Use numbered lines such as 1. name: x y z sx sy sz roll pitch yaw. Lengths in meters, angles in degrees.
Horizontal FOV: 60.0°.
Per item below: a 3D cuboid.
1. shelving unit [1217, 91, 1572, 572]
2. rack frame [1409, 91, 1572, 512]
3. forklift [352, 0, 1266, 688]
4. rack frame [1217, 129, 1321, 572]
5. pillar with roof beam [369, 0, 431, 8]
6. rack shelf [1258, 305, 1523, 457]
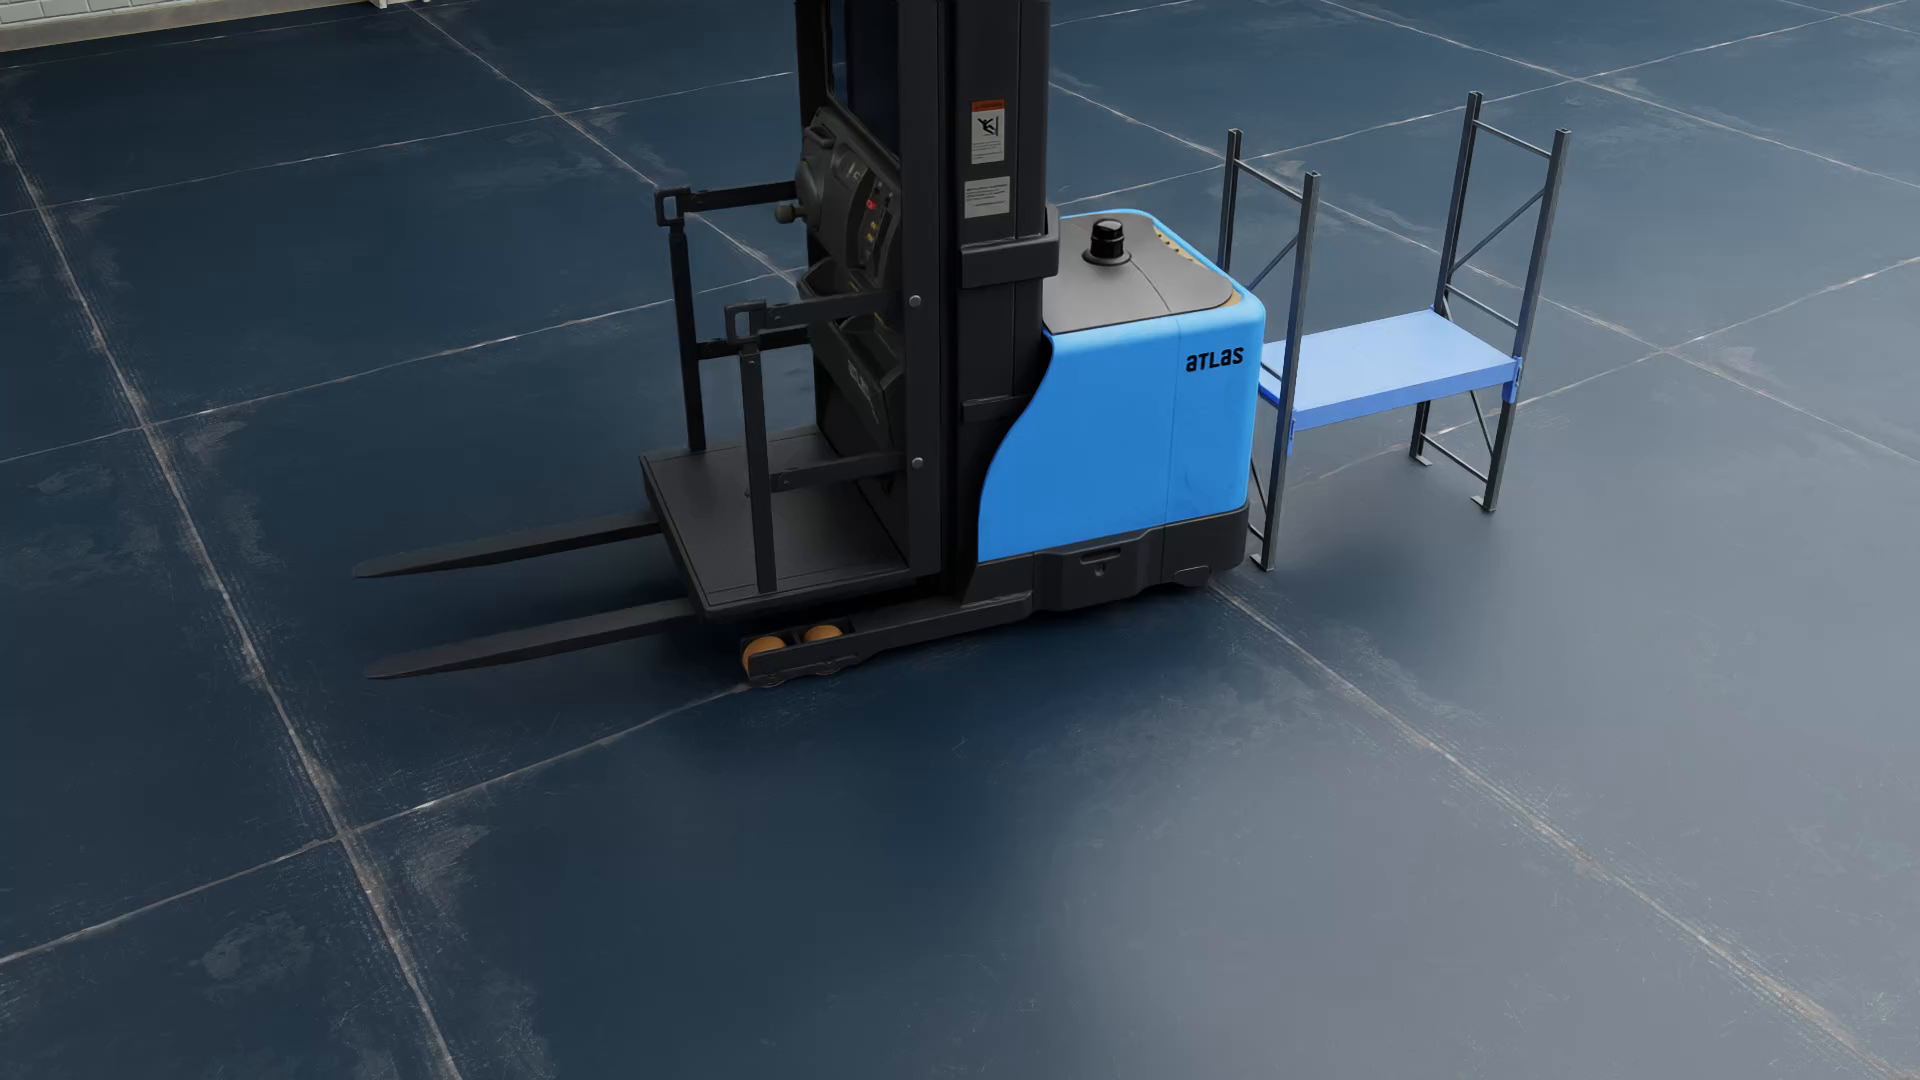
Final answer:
1. shelving unit: 1.492 -0.754 6.039 1.048 1.500 0.538 -14 35 -20
2. rack frame: 1.955 -0.866 6.217 0.032 1.500 0.500 -14 35 -20
3. forklift: -0.542 -1.072 5.202 3.031 2.935 1.130 -11 34 -17
4. rack frame: 1.029 -0.642 5.861 0.032 1.500 0.500 -14 35 -20
5. pillar with roof beam: -2.006 -6.052 7.410 0.400 9.000 9.100 -19 37 -27
6. rack shelf: 1.492 -0.602 6.135 1.000 0.185 0.538 -14 35 -20
